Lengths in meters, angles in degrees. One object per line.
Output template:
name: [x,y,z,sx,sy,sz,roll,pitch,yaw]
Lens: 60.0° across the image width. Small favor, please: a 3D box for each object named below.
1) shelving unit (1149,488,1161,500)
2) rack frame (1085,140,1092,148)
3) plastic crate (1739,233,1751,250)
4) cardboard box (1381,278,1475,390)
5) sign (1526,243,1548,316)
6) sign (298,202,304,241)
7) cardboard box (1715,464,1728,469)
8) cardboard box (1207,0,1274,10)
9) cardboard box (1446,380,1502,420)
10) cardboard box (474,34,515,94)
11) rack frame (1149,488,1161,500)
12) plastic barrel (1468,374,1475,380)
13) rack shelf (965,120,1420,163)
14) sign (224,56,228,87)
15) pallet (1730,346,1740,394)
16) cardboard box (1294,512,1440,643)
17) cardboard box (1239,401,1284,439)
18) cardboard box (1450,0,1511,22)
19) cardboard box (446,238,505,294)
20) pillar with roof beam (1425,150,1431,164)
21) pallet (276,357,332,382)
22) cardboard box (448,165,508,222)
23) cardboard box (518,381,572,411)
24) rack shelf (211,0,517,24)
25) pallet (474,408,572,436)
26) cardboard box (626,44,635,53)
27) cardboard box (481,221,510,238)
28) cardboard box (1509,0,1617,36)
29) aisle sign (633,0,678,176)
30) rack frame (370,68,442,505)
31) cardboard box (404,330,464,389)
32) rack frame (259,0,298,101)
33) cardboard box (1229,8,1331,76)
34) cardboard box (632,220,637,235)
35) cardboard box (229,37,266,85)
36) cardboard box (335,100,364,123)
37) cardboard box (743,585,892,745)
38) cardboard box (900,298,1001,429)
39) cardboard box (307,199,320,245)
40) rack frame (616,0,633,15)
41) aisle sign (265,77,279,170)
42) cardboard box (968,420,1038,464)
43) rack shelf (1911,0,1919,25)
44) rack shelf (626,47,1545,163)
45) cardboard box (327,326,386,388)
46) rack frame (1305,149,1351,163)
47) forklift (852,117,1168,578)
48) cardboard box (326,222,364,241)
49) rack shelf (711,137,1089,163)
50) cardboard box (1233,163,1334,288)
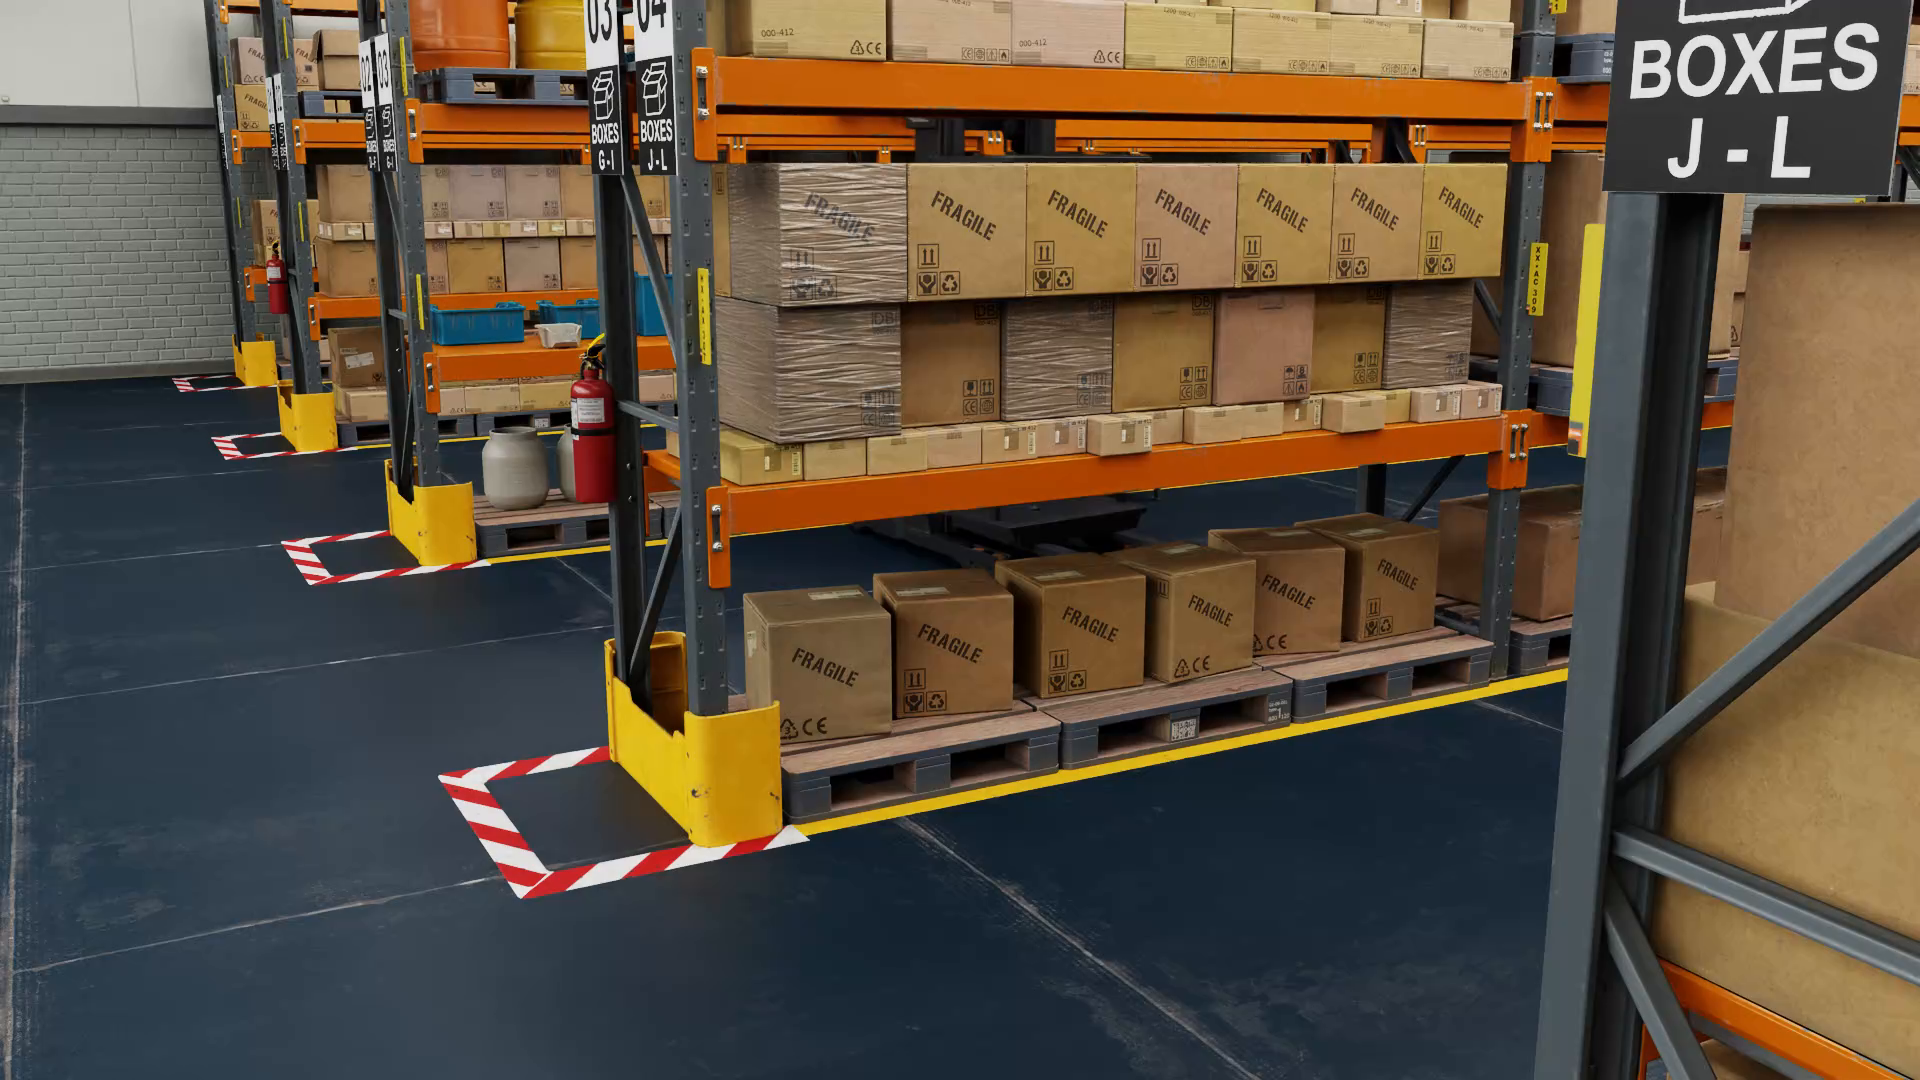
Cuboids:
shelving unit: [0.917,-0.841,12.256,1.048,1.125,0.538,-7,13,-28]
rack frame: [1.137,-3.204,18.513,0.127,3.000,1.000,-7,14,-28]
plastic crate: [7.921,-2.776,16.329,0.583,0.464,0.402,-7,14,-28]
cardboard box: [1.944,-1.032,7.958,0.500,0.500,0.875,-7,14,-28]
sign: [2.636,-1.192,7.603,0.005,0.325,0.100,-7,14,-28]
sign: [-5.625,-2.716,14.192,0.005,0.325,0.100,-7,14,-28]
cardboard box: [4.821,-0.154,9.654,0.500,0.500,0.700,-8,15,-33]
cardboard box: [1.068,-2.229,6.782,0.250,0.149,0.380,-6,14,-25]
cardboard box: [2.321,-0.672,7.834,0.250,0.149,0.380,-7,14,-28]
cardboard box: [-4.297,-4.270,14.914,0.500,0.500,0.500,-7,14,-28]
rack frame: [1.361,-0.893,12.497,0.032,1.125,0.500,-7,13,-28]
plastic barrel: [4.919,-1.451,15.260,0.708,0.588,0.600,-7,14,-28]
rack shelf: [1.751,-3.151,13.085,4.000,0.370,1.077,-7,14,-28]
sign: [-8.002,-5.102,18.124,0.005,0.325,0.100,-7,14,-28]
pallet: [4.162,-0.985,9.089,1.213,0.211,1.003,-7,14,-28]
cardboard box: [1.999,0.175,8.234,0.500,0.500,0.500,-7,15,-30]
cardboard box: [1.200,-0.550,7.292,0.250,0.149,0.380,-7,14,-28]
cardboard box: [2.222,-2.368,7.403,0.250,0.149,0.380,-6,14,-26]
cardboard box: [-4.572,-2.565,15.447,0.500,0.500,0.700,-7,14,-27]
pillar with roof beam: [9.800,-7.548,24.151,0.400,9.000,9.100,-7,14,-28]
pallet: [-7.465,-2.043,19.705,1.213,0.211,1.003,-7,14,-28]
cardboard box: [-4.522,-3.206,15.339,0.500,0.500,0.700,-7,14,-28]
cardboard box: [-3.991,-1.397,15.789,0.500,0.250,0.500,-7,14,-28]
rack shelf: [-6.507,-6.101,19.369,4.000,0.370,1.077,-7,14,-28]
pallet: [-4.165,-1.218,16.039,1.213,0.211,1.003,-7,14,-28]
cardboard box: [-2.943,-4.566,16.232,0.500,0.500,0.500,-6,14,-23]
cardboard box: [-4.308,-2.863,15.294,0.250,0.149,0.380,-7,14,-29]
cardboard box: [2.829,-2.623,7.907,0.637,0.503,0.797,-8,15,-31]
aisle sign: [-1.053,-1.657,5.718,0.004,0.787,0.394,-7,14,-28]
rack frame: [-3.515,-1.407,10.530,0.127,3.000,1.000,-7,14,-28]
cardboard box: [-4.870,-1.658,15.243,0.500,0.500,0.500,-7,14,-28]
rack frame: [-5.885,-5.289,14.115,0.127,3.000,1.000,-7,14,-28]
cardboard box: [1.186,-2.058,6.931,0.500,0.250,0.500,-7,14,-28]
cardboard box: [-3.187,-2.997,15.889,0.250,0.149,0.380,-7,14,-28]
cardboard box: [-7.808,-5.320,18.534,0.500,0.500,0.500,-8,15,-32]
cardboard box: [-6.907,-4.930,19.080,0.500,0.500,0.500,-6,14,-25]
cardboard box: [-0.586,0.499,6.795,0.500,0.500,0.500,-4,13,-17]
cardboard box: [-0.265,-0.775,6.815,0.500,0.500,0.875,-7,14,-28]
cardboard box: [-7.261,-3.661,19.134,0.500,0.500,0.500,-7,14,-28]
rack frame: [-1.142,-3.380,5.630,0.127,3.000,1.000,-7,14,-28]
aisle sign: [-6.084,-3.680,14.709,0.004,0.787,0.394,-7,14,-28]
cardboard box: [0.110,-0.415,6.695,0.250,0.149,0.380,-7,14,-28]
rack shelf: [2.901,-0.809,2.679,4.000,0.370,1.077,-7,14,-28]
rack shelf: [0.613,-1.776,6.973,4.000,0.370,1.077,-7,14,-28]
cardboard box: [-5.557,-1.705,15.453,0.500,0.500,0.500,-7,14,-28]
rack frame: [5.782,-5.000,26.493,0.127,3.000,1.000,-7,14,-28]
forklift: [0.462,-1.306,10.236,1.130,2.935,3.031,-9,15,-34]
cardboard box: [-5.438,-2.727,14.690,0.250,0.149,0.380,-7,14,-28]
rack shelf: [-0.619,-4.106,17.328,4.000,0.370,1.077,-7,14,-28]
cardboard box: [1.228,-1.350,7.092,0.500,0.500,0.500,-7,14,-28]
